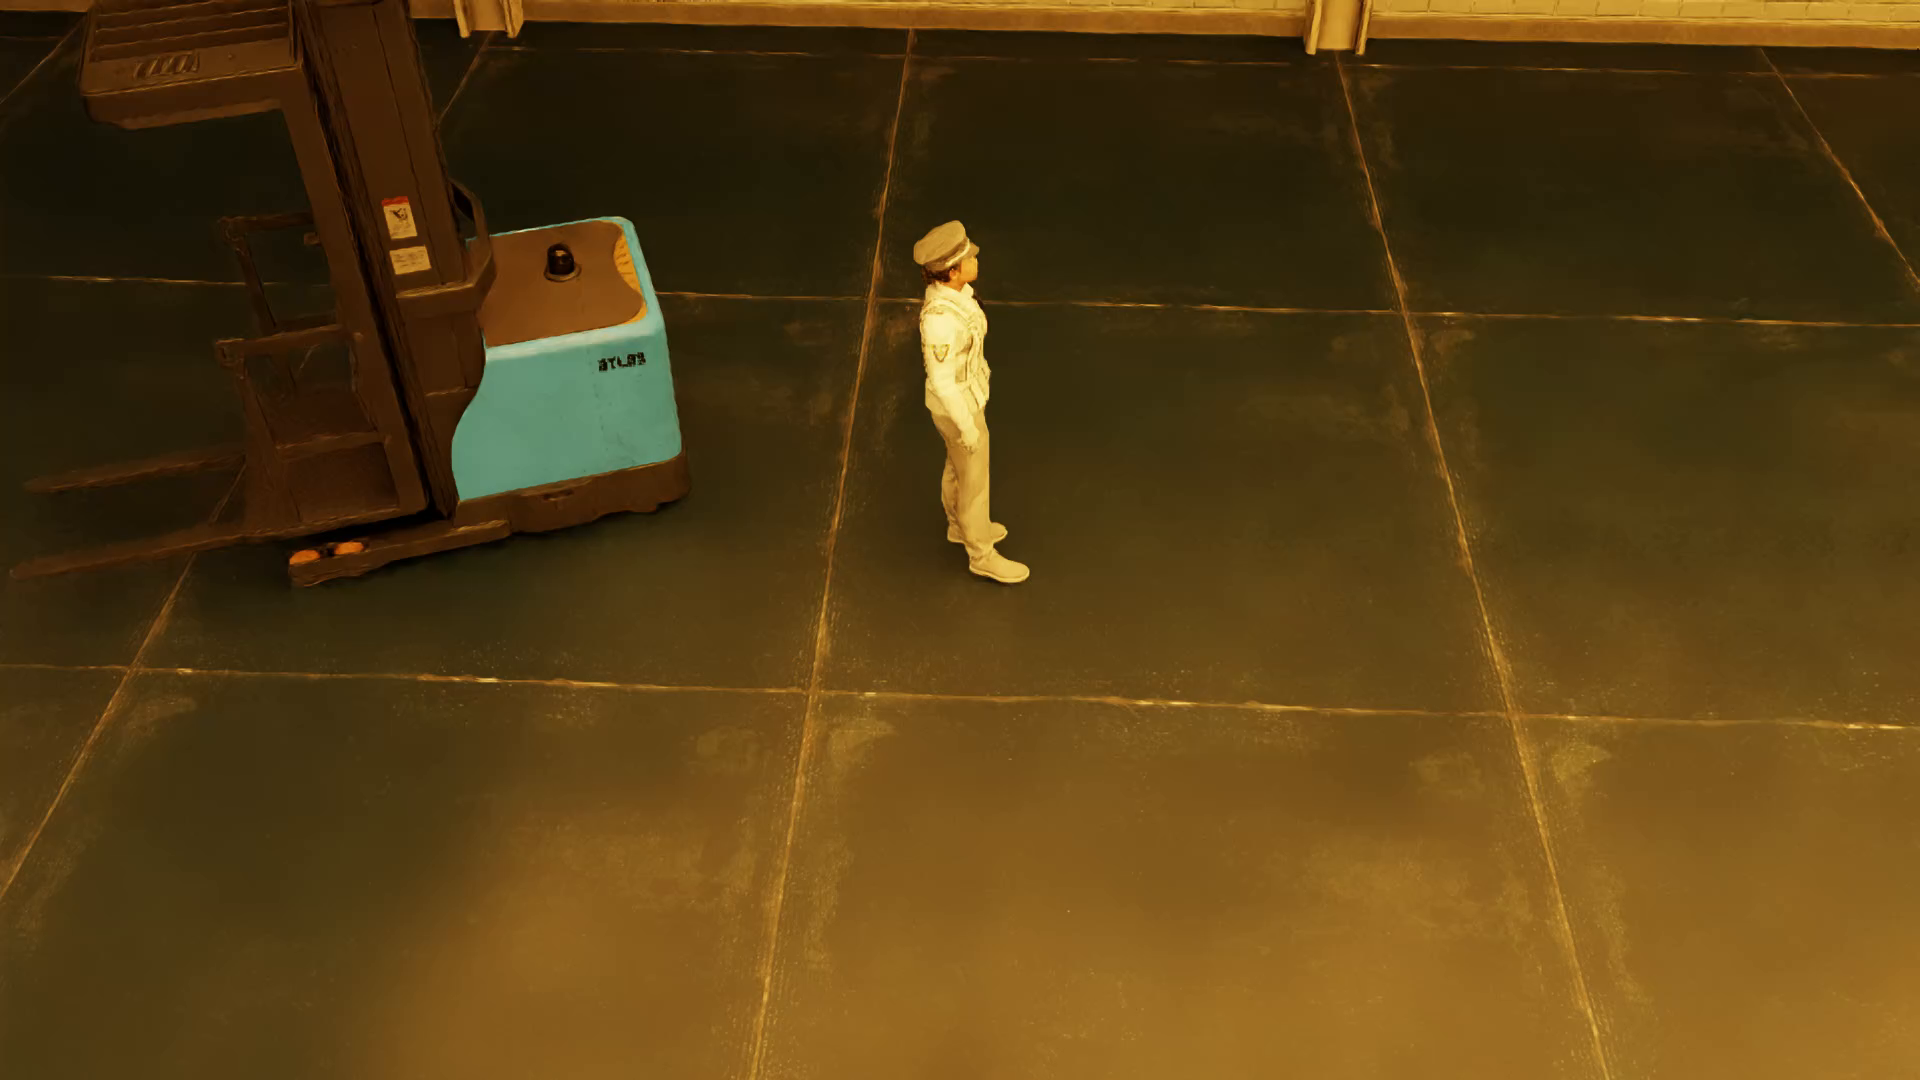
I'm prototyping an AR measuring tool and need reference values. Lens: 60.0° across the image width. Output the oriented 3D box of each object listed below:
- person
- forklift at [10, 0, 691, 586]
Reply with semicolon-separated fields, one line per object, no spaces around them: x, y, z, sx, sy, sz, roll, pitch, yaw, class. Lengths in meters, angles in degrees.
0.067;-0.625;7.332;0.533;1.695;0.586;2;42;2;person
-2.887;-1.272;7.136;3.031;2.935;1.130;-12;44;-13;forklift
